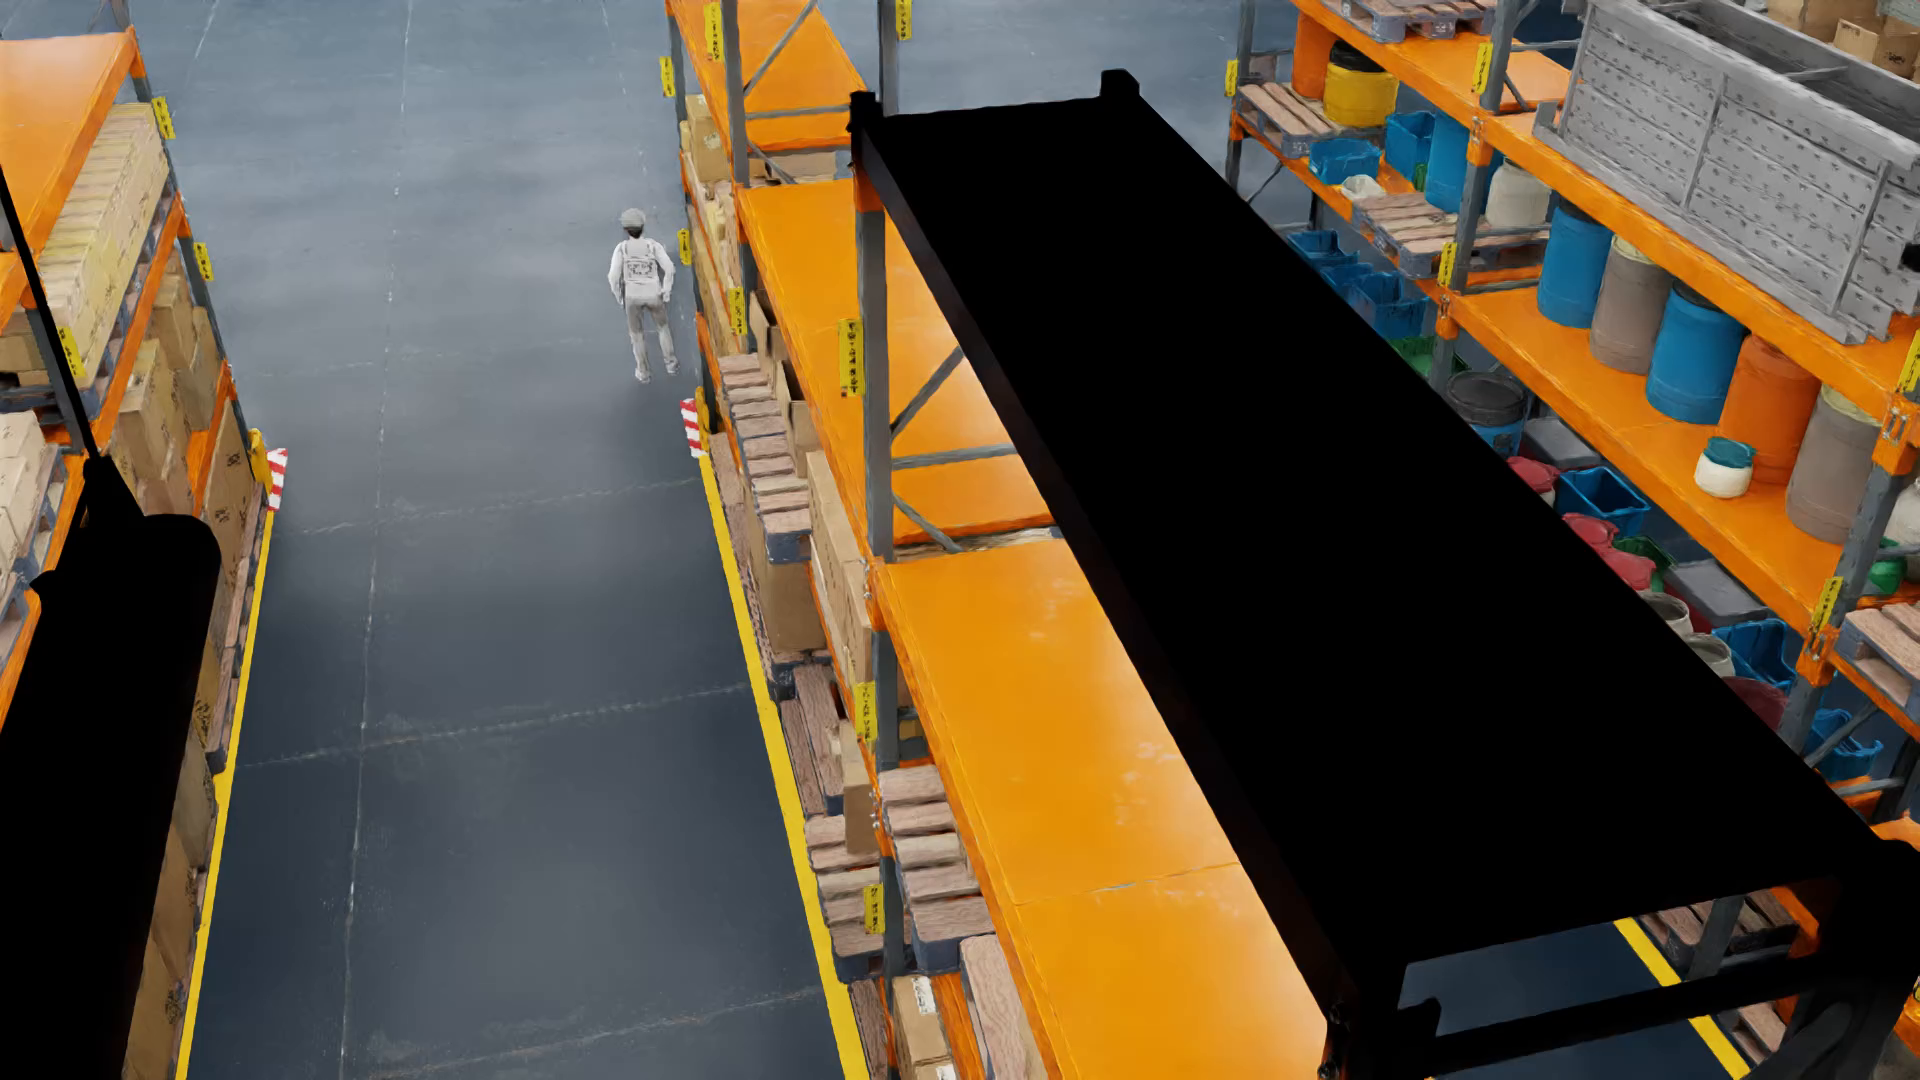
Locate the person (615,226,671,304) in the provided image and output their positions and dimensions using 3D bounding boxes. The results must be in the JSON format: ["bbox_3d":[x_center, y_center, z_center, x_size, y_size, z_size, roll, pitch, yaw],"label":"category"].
[{"bbox_3d":[-3.075,-2.665,15.959,0.550,0.903,0.403,-9,35,-13],"label":"person"}]
